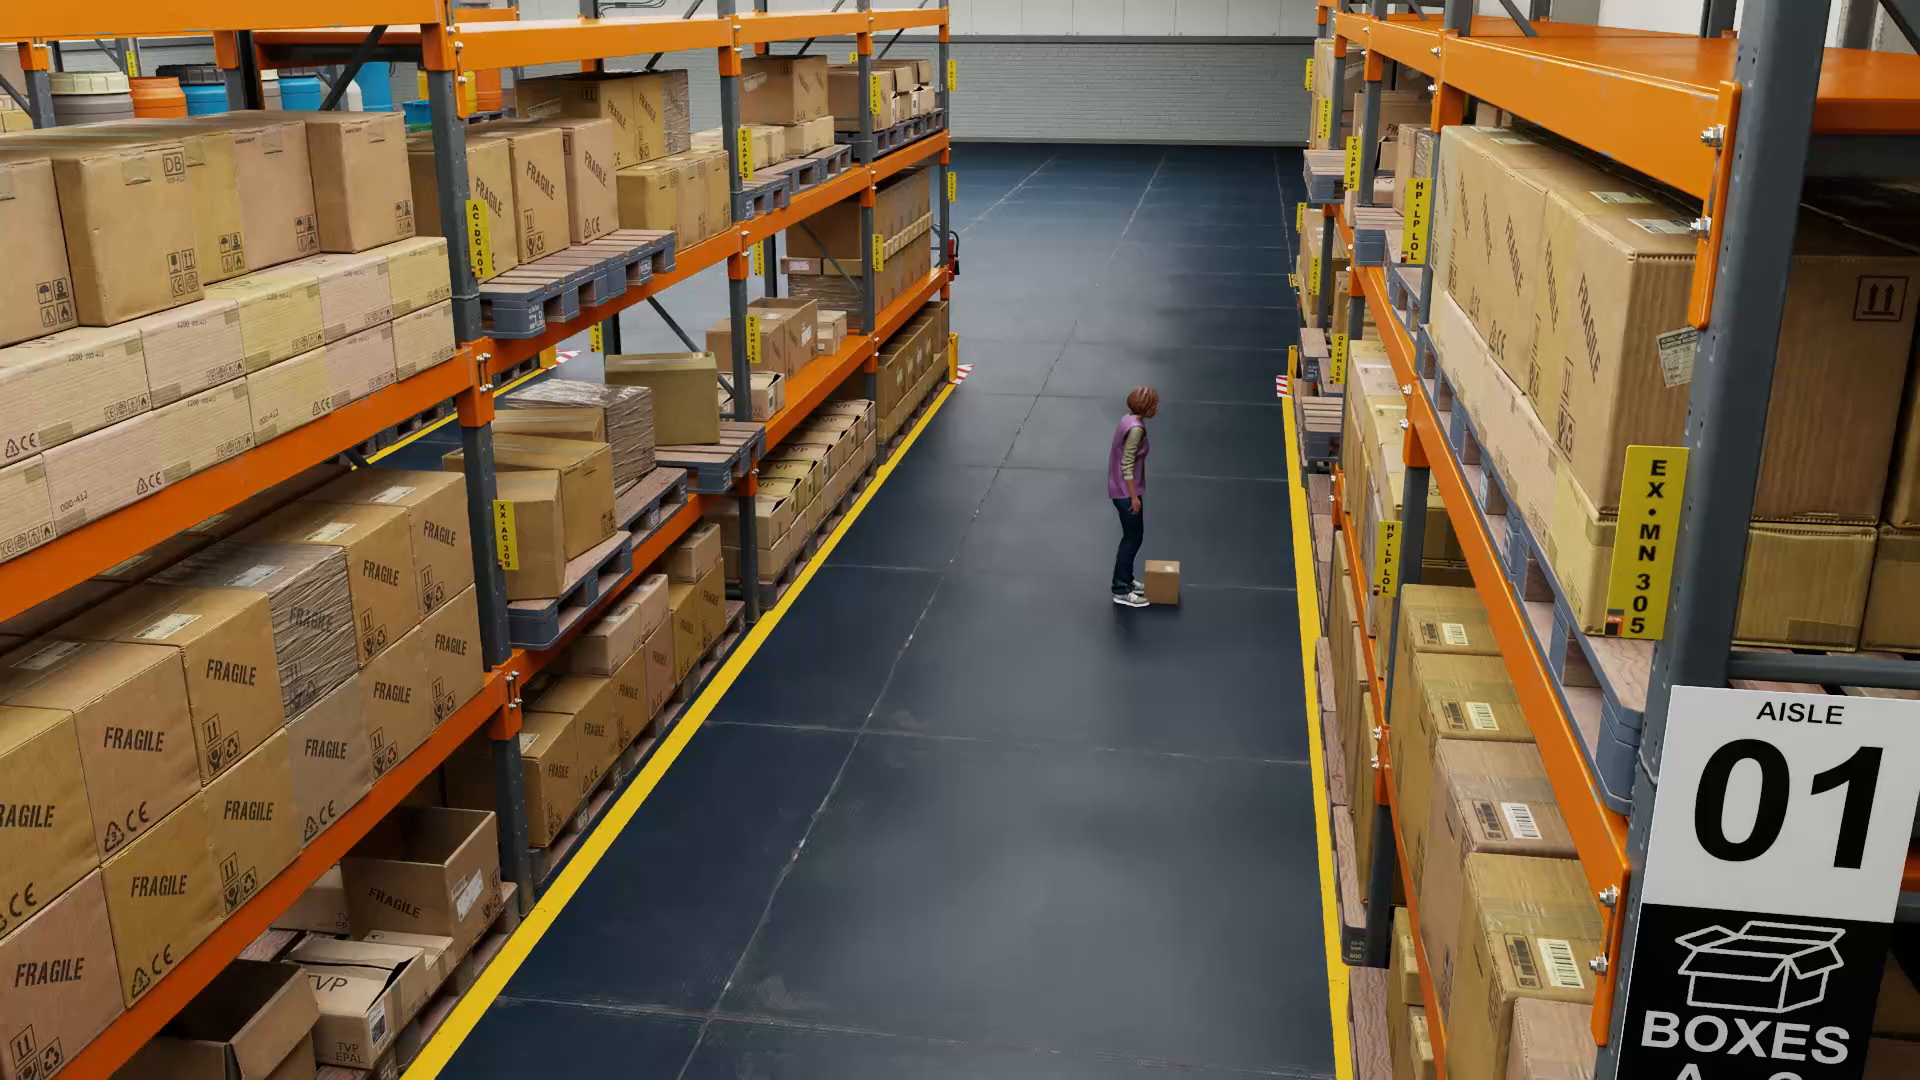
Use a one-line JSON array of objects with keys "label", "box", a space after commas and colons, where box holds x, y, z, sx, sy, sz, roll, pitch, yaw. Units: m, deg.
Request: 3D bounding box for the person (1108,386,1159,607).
[{"label": "person", "box": [1.245, -0.335, 12.097, 0.345, 1.591, 0.478, 2, 18, 6]}]
